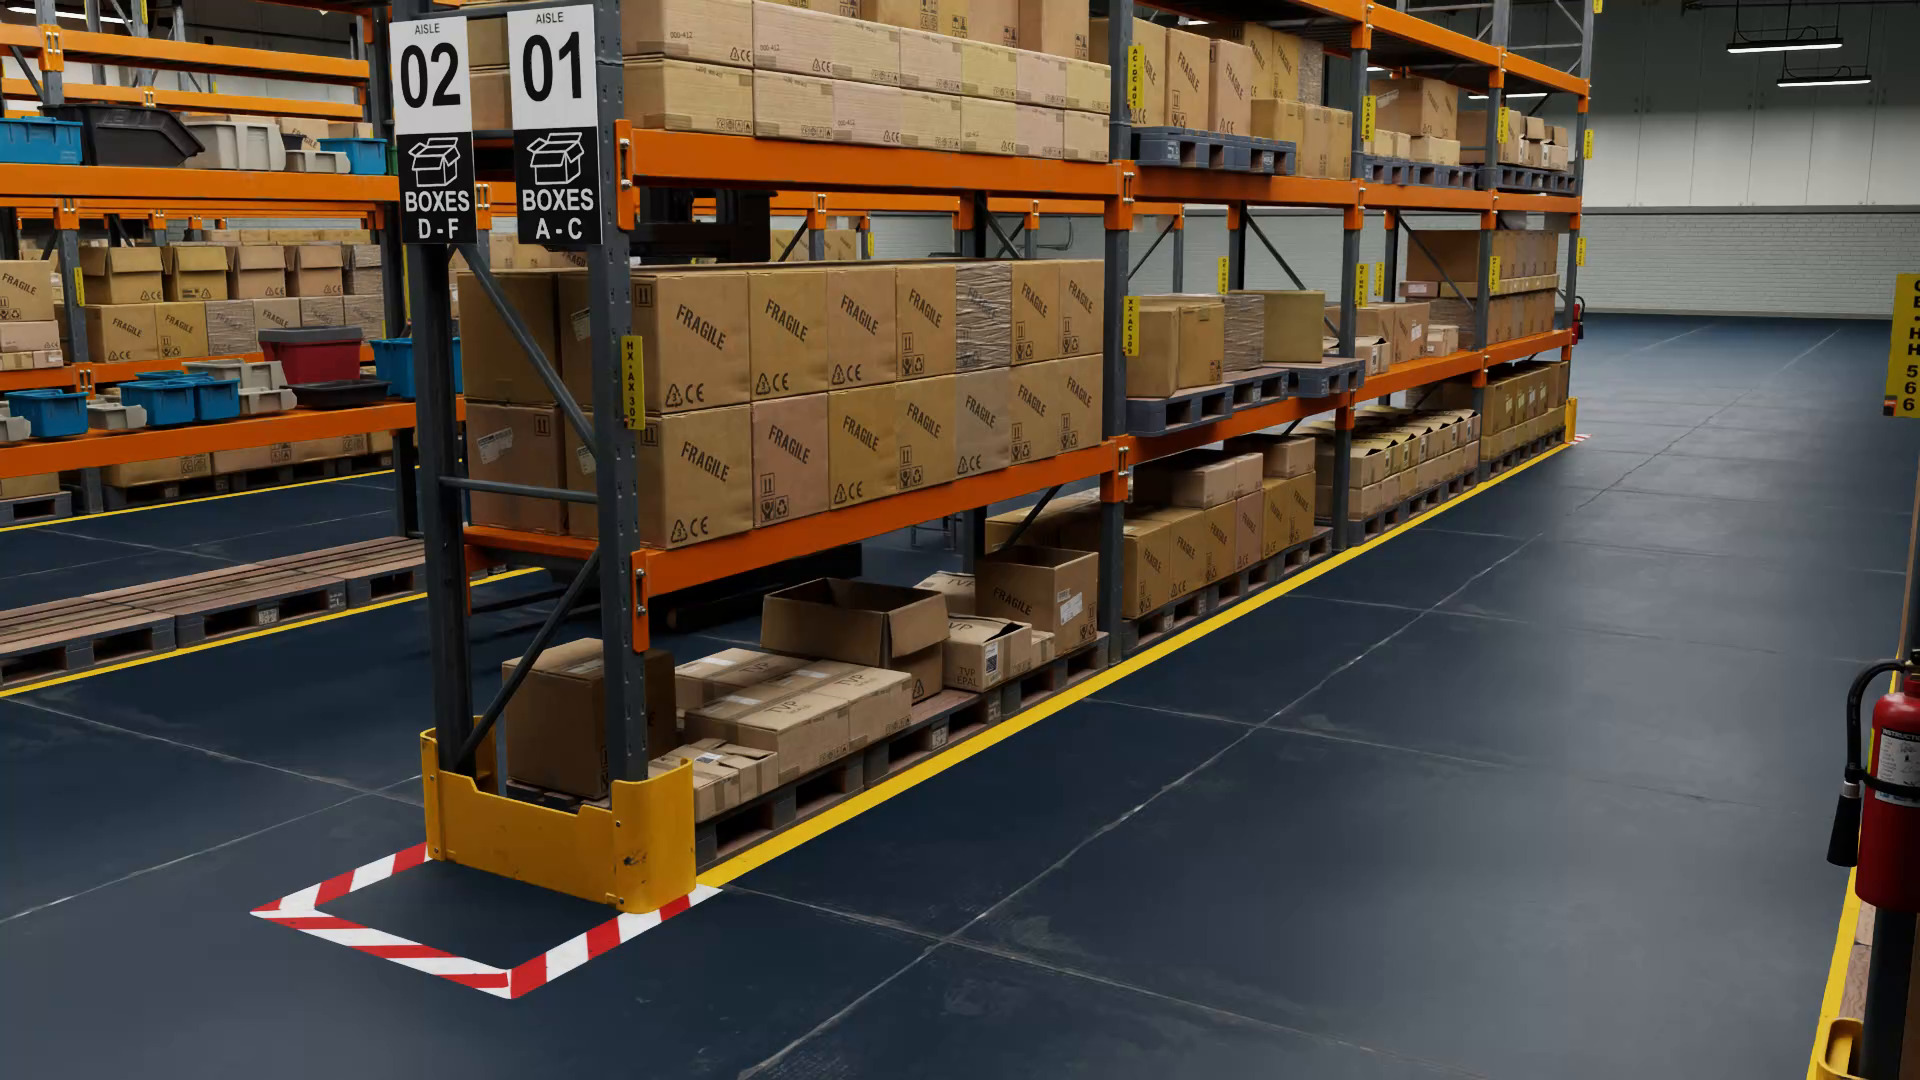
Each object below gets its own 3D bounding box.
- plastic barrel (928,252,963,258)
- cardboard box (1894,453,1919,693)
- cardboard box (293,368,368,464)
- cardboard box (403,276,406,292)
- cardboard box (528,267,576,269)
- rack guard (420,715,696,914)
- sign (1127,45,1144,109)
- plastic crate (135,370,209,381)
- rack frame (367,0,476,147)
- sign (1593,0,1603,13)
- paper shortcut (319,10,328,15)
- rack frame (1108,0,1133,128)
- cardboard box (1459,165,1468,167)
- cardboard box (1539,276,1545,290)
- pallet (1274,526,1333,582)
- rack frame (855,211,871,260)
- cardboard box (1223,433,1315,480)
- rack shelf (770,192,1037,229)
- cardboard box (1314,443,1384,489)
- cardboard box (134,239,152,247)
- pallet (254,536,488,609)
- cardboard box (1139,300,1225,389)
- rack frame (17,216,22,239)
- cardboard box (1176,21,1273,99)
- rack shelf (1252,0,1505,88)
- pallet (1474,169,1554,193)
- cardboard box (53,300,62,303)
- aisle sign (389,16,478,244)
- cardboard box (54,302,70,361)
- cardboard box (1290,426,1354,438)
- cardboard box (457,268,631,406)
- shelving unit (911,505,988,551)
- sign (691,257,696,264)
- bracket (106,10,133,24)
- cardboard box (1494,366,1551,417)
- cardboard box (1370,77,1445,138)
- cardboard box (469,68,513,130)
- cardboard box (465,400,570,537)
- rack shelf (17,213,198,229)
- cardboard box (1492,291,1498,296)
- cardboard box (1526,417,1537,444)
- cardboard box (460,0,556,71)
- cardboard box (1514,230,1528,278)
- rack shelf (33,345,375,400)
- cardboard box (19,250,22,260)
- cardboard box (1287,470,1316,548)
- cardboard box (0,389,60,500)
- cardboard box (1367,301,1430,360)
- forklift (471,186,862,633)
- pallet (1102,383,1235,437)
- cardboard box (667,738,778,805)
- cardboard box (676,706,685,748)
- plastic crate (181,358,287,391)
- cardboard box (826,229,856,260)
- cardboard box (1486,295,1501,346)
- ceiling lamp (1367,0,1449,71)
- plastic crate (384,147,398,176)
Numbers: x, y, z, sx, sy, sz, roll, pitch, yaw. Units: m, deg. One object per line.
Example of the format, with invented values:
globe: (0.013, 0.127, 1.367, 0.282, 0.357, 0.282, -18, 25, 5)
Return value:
plastic barrel: (-0.066, -2.750, 18.544, 0.600, 0.901, 0.708, 6, 12, 31)
cardboard box: (2.886, 0.070, 4.029, 0.980, 0.700, 0.700, 7, 13, 33)
cardboard box: (-6.762, -1.296, 16.770, 1.225, 0.875, 0.875, 6, 12, 31)
cardboard box: (-8.069, -3.440, 23.320, 0.500, 0.500, 0.500, 6, 12, 30)
cardboard box: (-4.661, -2.984, 19.736, 0.797, 0.503, 0.637, 8, 13, 36)
rack guard: (-1.566, 1.042, 6.442, 1.175, 0.500, 0.348, 6, 12, 31)
sign: (0.939, -2.481, 8.914, 0.100, 0.325, 0.005, 6, 12, 31)
plastic crate: (-4.990, -0.943, 10.545, 0.416, 0.233, 0.300, 6, 12, 31)
rack frame: (-3.760, -4.226, 11.487, 1.000, 3.000, 0.127, 6, 12, 31)
sign: (7.158, -6.083, 18.655, 0.100, 0.325, 0.005, 6, 12, 31)
paper shortcut: (-6.153, -5.139, 15.985, 0.009, 0.170, 0.078, -6, 37, 32)
rack frame: (0.471, -3.752, 8.956, 1.000, 3.000, 0.127, 6, 12, 31)
cardboard box: (5.017, -3.904, 17.077, 0.380, 0.149, 0.250, 6, 12, 31)
cardboard box: (6.266, -2.859, 18.457, 0.380, 0.149, 0.250, 7, 12, 31)
pallet: (2.128, 0.052, 12.518, 1.003, 0.211, 1.213, 6, 12, 31)
rack frame: (-1.763, -3.638, 24.648, 1.000, 3.000, 0.127, 6, 12, 31)
cardboard box: (2.237, -0.610, 12.034, 0.500, 0.250, 0.500, 7, 13, 33)
rack shelf: (-0.645, -3.342, 16.870, 1.077, 0.370, 4.000, 6, 12, 31)
cardboard box: (3.071, -0.617, 13.322, 0.500, 0.311, 0.500, 7, 13, 33)
cardboard box: (-12.856, -4.636, 25.995, 0.380, 0.149, 0.250, 6, 12, 30)
pallet: (-4.109, 0.213, 11.659, 1.003, 0.211, 1.213, 6, 12, 31)
cardboard box: (1.211, -1.226, 10.355, 0.700, 0.500, 0.500, 9, 14, 40)
rack frame: (-16.554, -4.429, 28.875, 1.000, 3.000, 0.127, 6, 12, 31)
cardboard box: (1.787, -3.219, 11.271, 0.500, 0.500, 0.500, 6, 12, 31)
rack shelf: (3.586, -4.146, 14.100, 1.077, 0.370, 4.000, 6, 12, 31)
pallet: (5.680, -3.820, 17.712, 1.003, 0.211, 1.213, 6, 12, 31)
cardboard box: (-10.501, -2.670, 19.020, 0.380, 0.149, 0.250, 6, 12, 28)
aisle sign: (-1.903, -1.471, 6.008, 0.394, 0.787, 0.004, 6, 12, 31)
cardboard box: (-7.984, -1.899, 15.090, 0.500, 0.500, 0.500, 6, 12, 31)
cardboard box: (3.138, -0.830, 14.460, 0.500, 0.311, 0.500, 6, 12, 30)
cardboard box: (-1.609, -0.811, 6.561, 0.500, 0.500, 0.500, 6, 12, 30)
shelving unit: (-0.086, -1.006, 13.036, 0.431, 2.100, 0.503, 6, 12, 31)
sign: (-3.364, -3.525, 20.901, 0.100, 0.325, 0.005, 6, 12, 31)
bracket: (-15.521, -9.654, 30.697, 0.235, 0.232, 0.430, 6, 12, 31)
cardboard box: (6.171, -1.643, 18.285, 0.500, 0.500, 0.500, 6, 12, 31)
cardboard box: (3.995, -3.852, 14.871, 0.500, 0.500, 0.500, 8, 13, 36)
cardboard box: (-1.564, -1.681, 6.452, 0.500, 0.250, 0.500, 6, 12, 31)
cardboard box: (-1.606, -0.320, 6.654, 0.500, 0.500, 0.500, 7, 13, 32)
rack shelf: (-13.348, -4.762, 24.455, 1.077, 0.370, 4.000, 6, 12, 31)
cardboard box: (5.193, -2.534, 16.716, 0.380, 0.149, 0.250, 6, 12, 29)
cardboard box: (5.907, -1.196, 17.936, 0.500, 0.250, 0.500, 6, 12, 31)
cardboard box: (-1.557, -1.926, 6.402, 0.500, 0.250, 0.500, 6, 12, 31)
cardboard box: (5.631, -3.056, 17.741, 0.700, 0.500, 0.500, 6, 12, 31)
rack shelf: (-6.955, -1.711, 16.313, 1.077, 0.370, 4.000, 6, 12, 31)
cardboard box: (-13.690, -3.859, 23.611, 0.500, 0.500, 0.500, 7, 13, 34)
cardboard box: (2.263, -0.251, 12.153, 0.500, 0.500, 0.500, 7, 13, 33)
cardboard box: (-8.404, -0.816, 14.210, 0.875, 0.875, 0.875, 6, 12, 31)
cardboard box: (3.939, -1.909, 15.141, 0.500, 0.500, 0.500, 7, 13, 35)
forklift: (-1.967, -0.965, 10.556, 1.130, 2.935, 3.031, 8, 13, 36)
pallet: (0.979, -0.824, 10.142, 1.003, 0.211, 1.213, 6, 12, 31)
cardboard box: (-0.965, 0.930, 6.755, 0.380, 0.166, 0.250, 6, 12, 31)
cardboard box: (-1.246, 0.838, 7.245, 0.380, 0.166, 0.250, 6, 12, 31)
plastic crate: (-4.710, -1.026, 10.856, 0.437, 0.282, 0.530, 6, 12, 31)
cardboard box: (-1.838, -4.214, 23.931, 0.500, 0.500, 0.500, 6, 12, 31)
cardboard box: (5.118, -2.265, 17.042, 0.700, 0.500, 0.500, 6, 12, 30)
ceiling lamp: (9.640, -11.696, 35.526, 2.000, 3.185, 0.800, 6, 12, 31)
plastic crate: (-3.722, -2.552, 11.273, 0.450, 0.188, 0.662, 6, 12, 31)
